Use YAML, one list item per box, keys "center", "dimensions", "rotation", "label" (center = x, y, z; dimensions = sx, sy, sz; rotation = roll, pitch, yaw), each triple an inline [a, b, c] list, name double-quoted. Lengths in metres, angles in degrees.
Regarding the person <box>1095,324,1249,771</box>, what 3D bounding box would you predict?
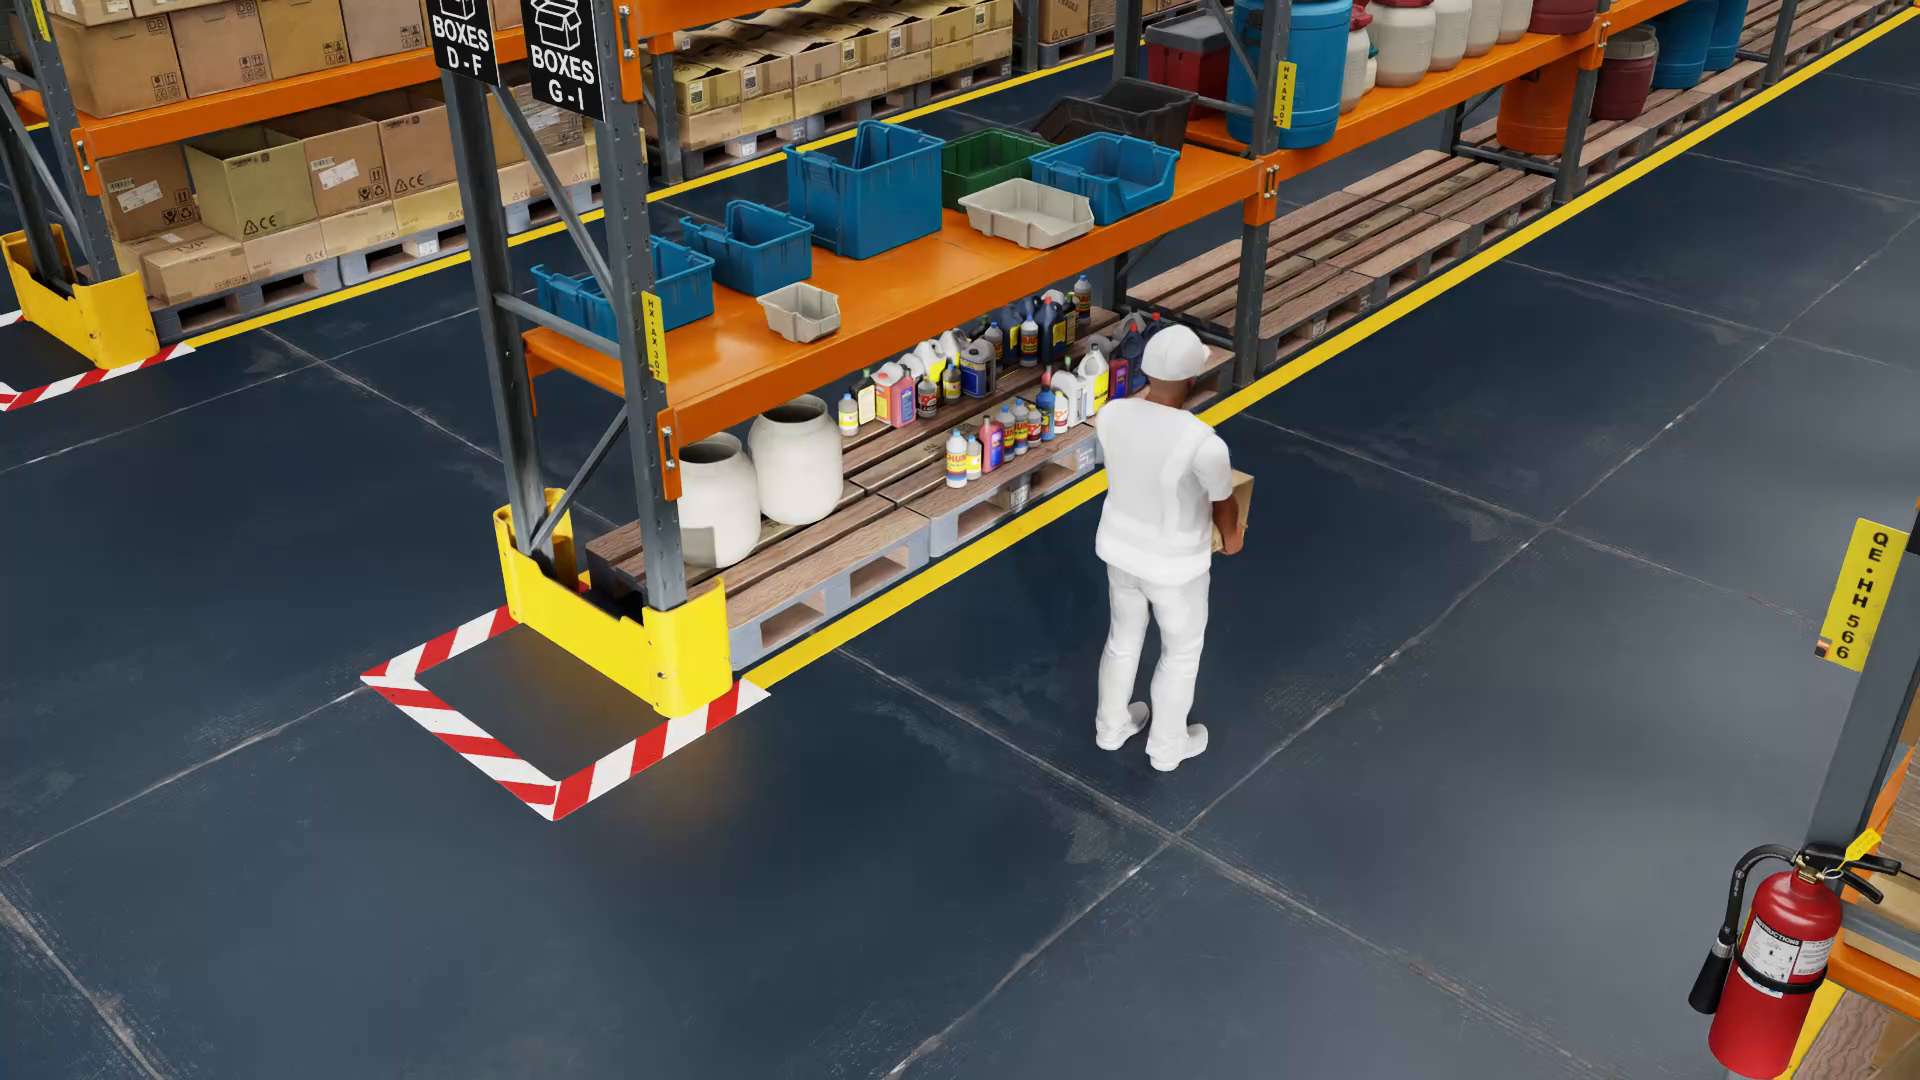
- center: [0.768, 0.017, 6.085]
  dimensions: [0.505, 1.761, 0.575]
  rotation: [24, 39, 34]
  label: "person"
